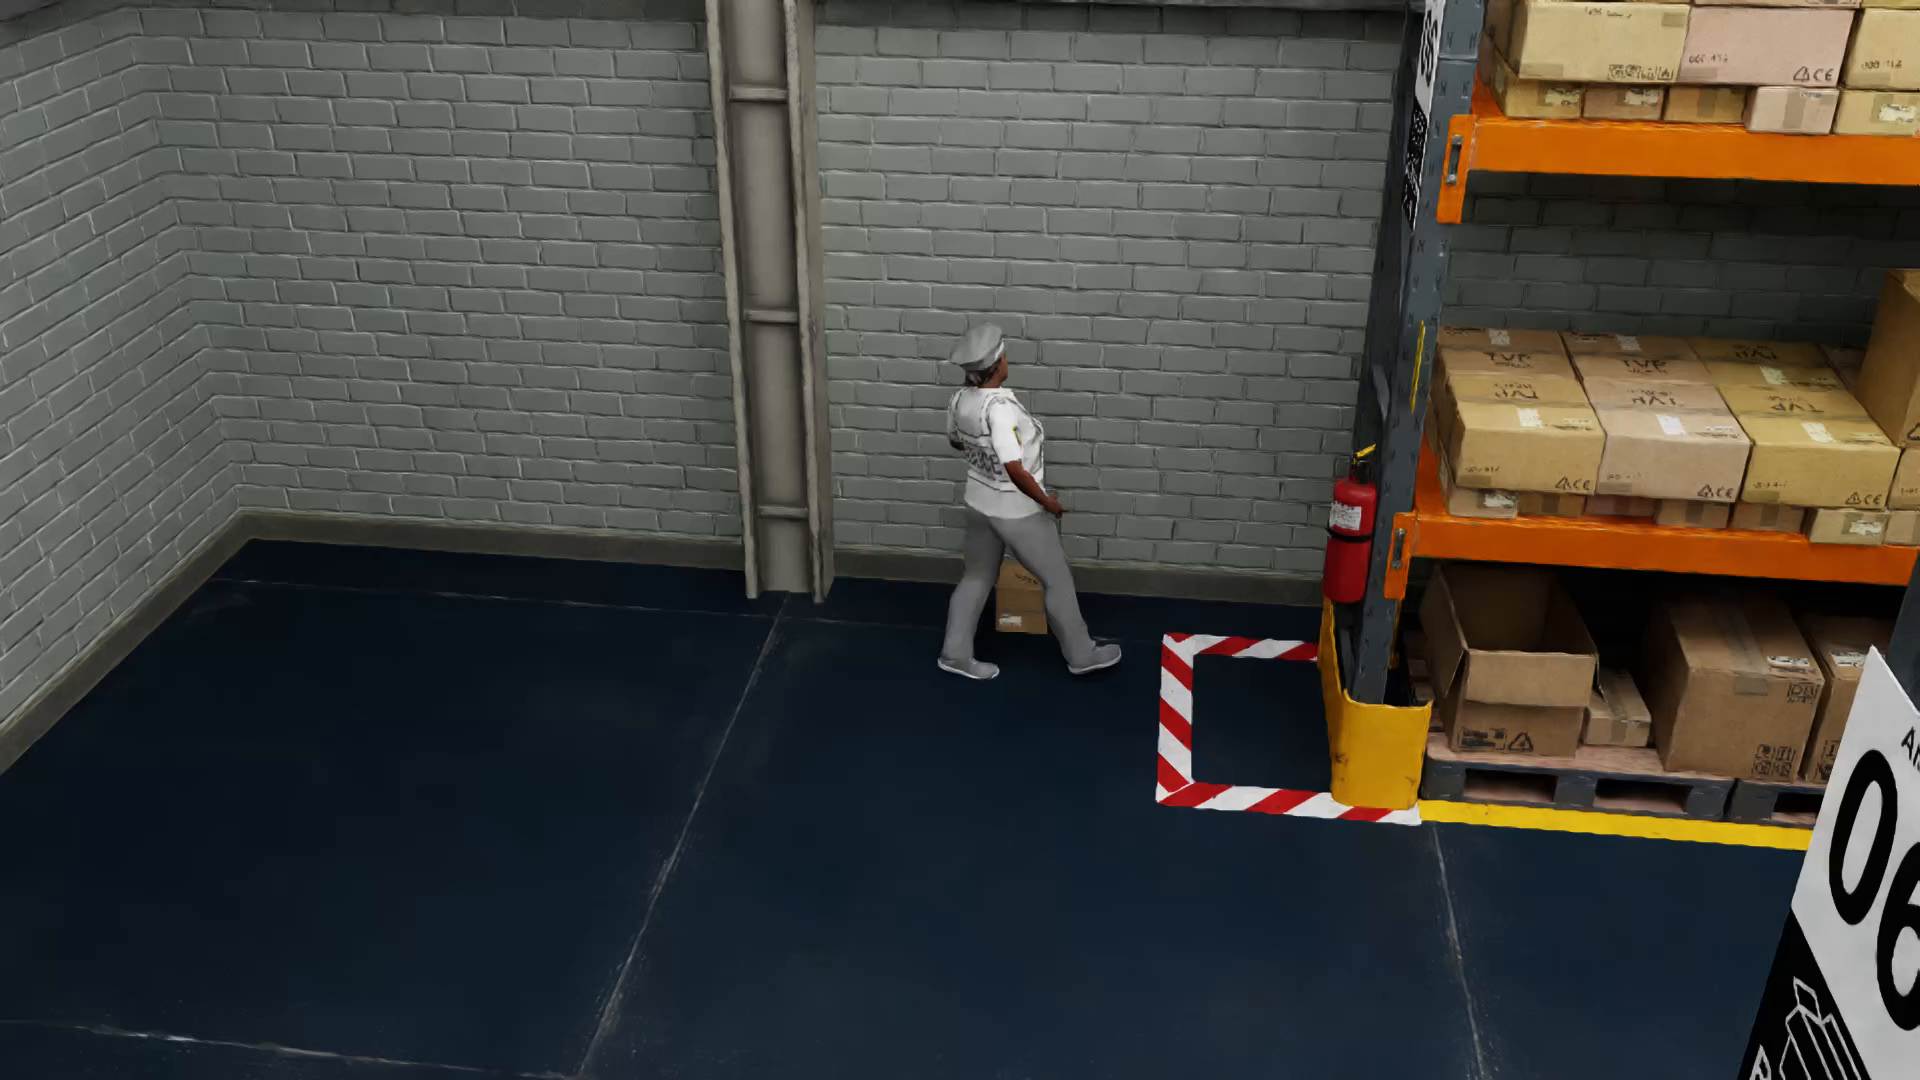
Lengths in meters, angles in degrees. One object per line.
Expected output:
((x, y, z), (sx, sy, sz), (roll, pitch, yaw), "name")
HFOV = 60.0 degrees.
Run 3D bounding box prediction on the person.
((0.288, -0.151, 7.411), (0.725, 1.702, 0.691), (-19, 34, -31), "person")
